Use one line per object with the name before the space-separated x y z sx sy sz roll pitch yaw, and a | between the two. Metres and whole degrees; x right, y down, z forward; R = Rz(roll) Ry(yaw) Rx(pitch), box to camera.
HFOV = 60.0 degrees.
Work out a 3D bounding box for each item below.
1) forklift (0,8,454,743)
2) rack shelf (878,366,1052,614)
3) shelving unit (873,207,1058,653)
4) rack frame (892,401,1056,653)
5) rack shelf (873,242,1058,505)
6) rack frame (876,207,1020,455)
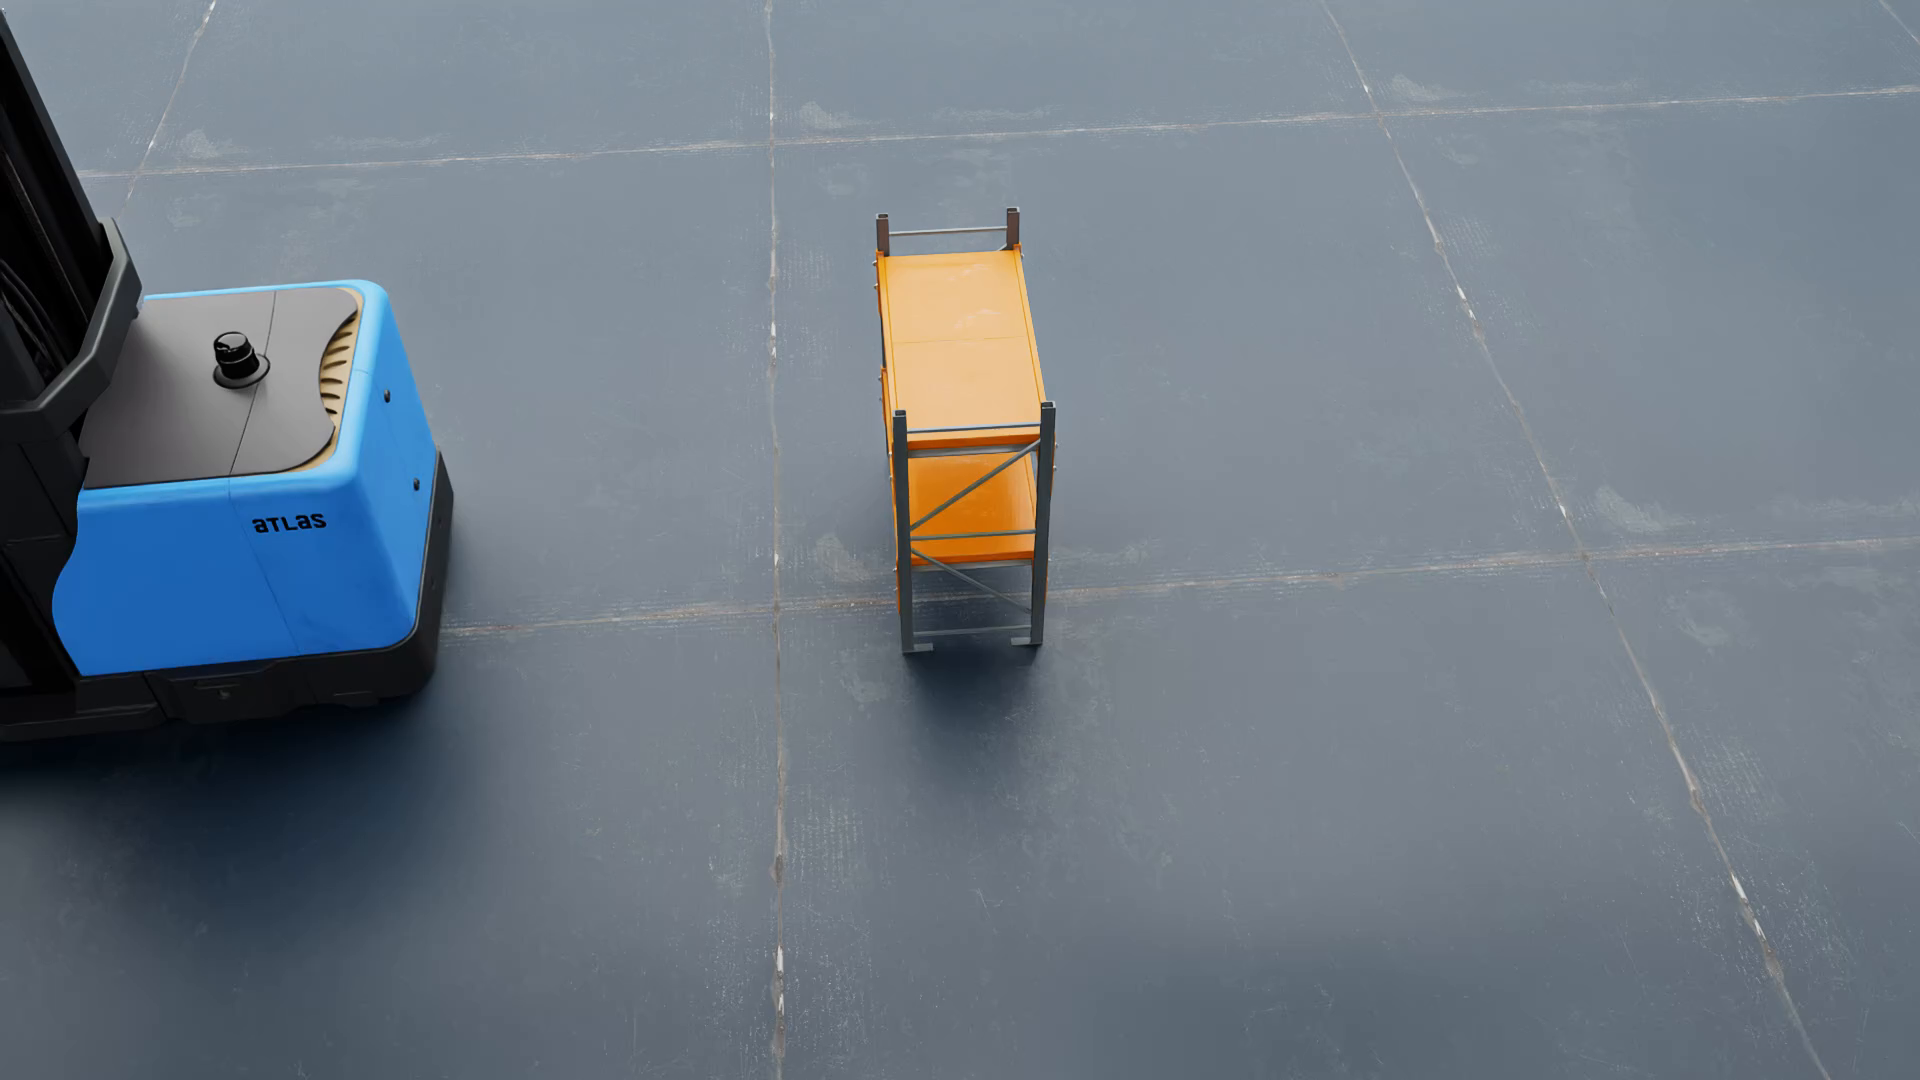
forklift | -3.367 -0.677 4.873 3.031 2.935 1.130 -5 47 -5
rack shelf | 0.001 -0.214 6.014 0.538 0.278 1.000 -3 47 -3
shelving unit | 0.001 -0.382 5.837 0.538 1.125 1.048 -3 47 -3
rack frame | 0.043 -0.014 5.489 0.500 1.125 0.032 -3 47 -3
rack shelf | 0.001 -0.583 5.624 0.538 0.278 1.000 -3 47 -3
rack frame | -0.042 -0.750 6.185 0.500 1.125 0.032 -3 47 -3
